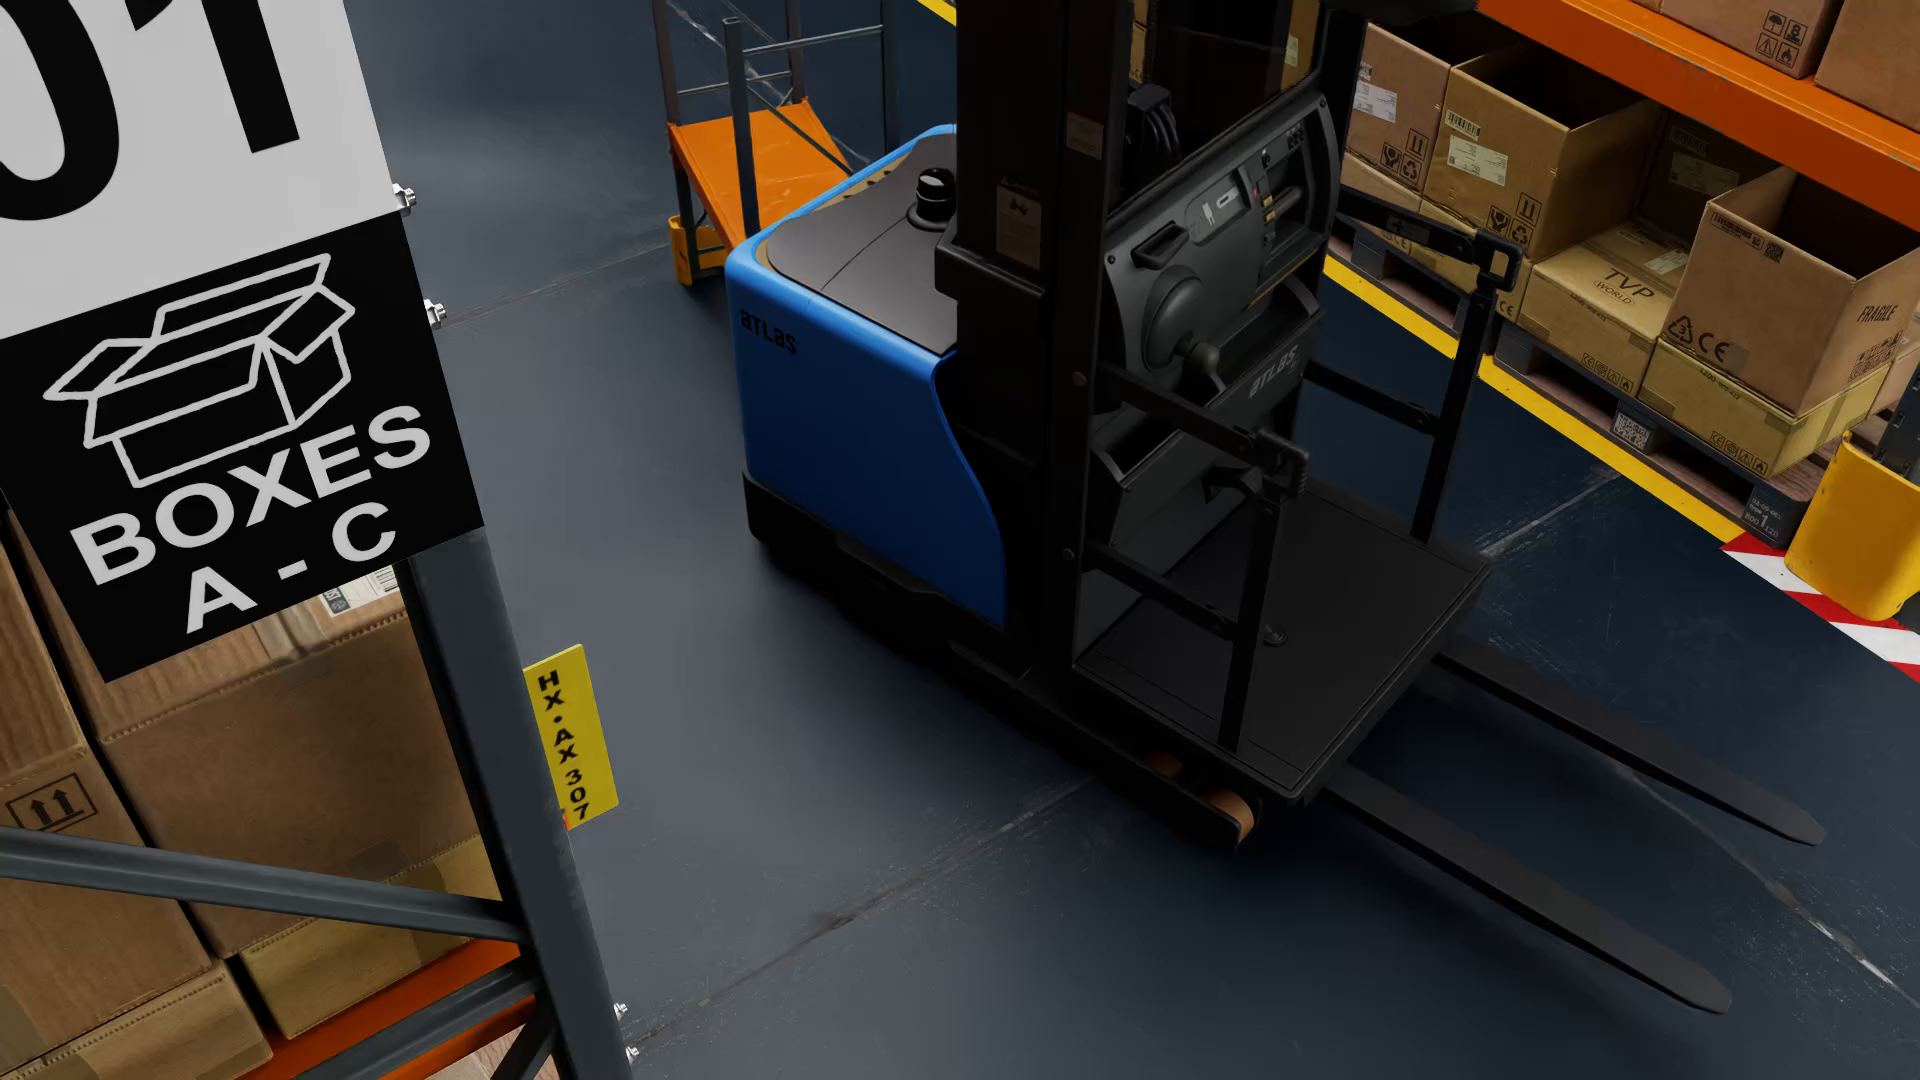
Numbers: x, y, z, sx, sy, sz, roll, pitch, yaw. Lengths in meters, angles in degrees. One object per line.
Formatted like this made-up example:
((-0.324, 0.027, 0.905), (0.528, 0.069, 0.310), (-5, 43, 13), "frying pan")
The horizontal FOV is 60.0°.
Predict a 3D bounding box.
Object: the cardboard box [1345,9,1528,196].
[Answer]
((1.682, -1.623, 5.922), (0.500, 0.500, 0.500), (-26, 49, -24), "cardboard box")

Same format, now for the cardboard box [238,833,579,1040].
((-0.978, 0.440, 2.711), (0.500, 0.250, 0.500), (-27, 50, -26), "cardboard box")

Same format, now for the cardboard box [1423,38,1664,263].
((1.967, -1.340, 5.625), (0.500, 0.500, 0.500), (-26, 49, -24), "cardboard box")

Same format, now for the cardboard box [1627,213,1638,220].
((2.403, -1.278, 6.104), (0.500, 0.250, 0.500), (-26, 49, -24), "cardboard box")

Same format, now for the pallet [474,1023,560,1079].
((-1.438, 1.286, 3.750), (1.003, 0.211, 1.213), (-26, 49, -24), "pallet")

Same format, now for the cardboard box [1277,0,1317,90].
((1.394, -1.906, 6.218), (0.500, 0.500, 0.500), (-26, 49, -24), "cardboard box")

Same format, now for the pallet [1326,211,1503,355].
((1.936, -1.263, 6.420), (1.003, 0.211, 1.213), (-26, 49, -24), "pallet")

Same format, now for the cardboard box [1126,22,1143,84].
((0.830, -2.205, 7.074), (0.500, 0.250, 0.500), (-26, 49, -24), "cardboard box")

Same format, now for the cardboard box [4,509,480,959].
((-0.986, 0.181, 2.439), (0.500, 0.500, 0.500), (-26, 49, -24), "cardboard box")

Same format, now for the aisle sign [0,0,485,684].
((-0.672, -0.223, 1.429), (0.394, 0.787, 0.004), (-26, 49, -24), "aisle sign")

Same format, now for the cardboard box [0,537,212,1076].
((-1.403, 0.388, 2.223), (0.500, 0.500, 0.500), (-26, 50, -25), "cardboard box")

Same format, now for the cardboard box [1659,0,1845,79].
((2.541, -1.765, 4.855), (0.700, 0.500, 0.500), (-24, 49, -23), "cardboard box")

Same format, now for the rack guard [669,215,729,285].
((-0.791, -1.145, 6.269), (0.587, 0.250, 0.087), (-15, 46, -15), "rack guard")

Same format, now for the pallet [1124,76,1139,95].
((1.234, -1.954, 7.144), (1.003, 0.211, 1.213), (-26, 49, -24), "pallet")

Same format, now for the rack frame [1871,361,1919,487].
((3.102, -1.164, 4.297), (1.000, 3.000, 0.127), (-26, 49, -24), "rack frame")

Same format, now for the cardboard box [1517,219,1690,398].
((2.257, -0.787, 5.589), (0.500, 0.250, 0.500), (-26, 49, -24), "cardboard box")

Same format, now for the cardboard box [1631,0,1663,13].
((2.262, -2.049, 5.151), (0.700, 0.500, 0.500), (-25, 49, -24), "cardboard box")

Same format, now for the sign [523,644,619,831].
((-0.514, 0.267, 2.171), (0.100, 0.325, 0.005), (-26, 49, -24), "sign")

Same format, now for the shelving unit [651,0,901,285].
((-0.608, -1.278, 5.502), (0.587, 1.500, 1.083), (-15, 46, -15), "shelving unit")

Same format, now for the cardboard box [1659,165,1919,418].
((2.551, -0.779, 5.038), (0.500, 0.500, 0.500), (-26, 49, -24), "cardboard box")

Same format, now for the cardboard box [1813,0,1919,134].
((2.845, -1.470, 4.545), (0.700, 0.500, 0.500), (-26, 49, -24), "cardboard box")

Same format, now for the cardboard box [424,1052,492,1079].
((-1.281, 1.181, 3.469), (0.500, 0.311, 0.500), (-31, 52, -29), "cardboard box")

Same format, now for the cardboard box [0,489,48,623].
((-1.683, 0.099, 2.526), (0.500, 0.500, 0.500), (-25, 49, -24), "cardboard box")

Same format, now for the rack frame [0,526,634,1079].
((-0.956, 0.793, 2.247), (0.949, 2.616, 0.053), (-26, 49, -24), "rack frame")

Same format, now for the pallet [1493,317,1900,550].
((2.630, -0.572, 5.696), (1.003, 0.211, 1.213), (-26, 49, -24), "pallet")

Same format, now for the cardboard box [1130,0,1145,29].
((0.822, -2.472, 6.811), (0.500, 0.500, 0.500), (-26, 49, -24), "cardboard box")

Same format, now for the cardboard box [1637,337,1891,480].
((2.553, -0.509, 5.298), (0.500, 0.250, 0.500), (-26, 49, -24), "cardboard box")

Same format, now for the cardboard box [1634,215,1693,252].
((2.689, -0.995, 5.807), (0.500, 0.250, 0.500), (-26, 49, -24), "cardboard box")

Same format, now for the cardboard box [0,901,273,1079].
((-1.385, 0.654, 2.487), (0.500, 0.250, 0.500), (-25, 49, -24), "cardboard box")

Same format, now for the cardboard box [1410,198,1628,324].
((1.969, -1.069, 5.885), (0.500, 0.250, 0.500), (-26, 49, -24), "cardboard box")

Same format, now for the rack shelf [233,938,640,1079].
((-2.103, -0.078, 3.680), (1.077, 0.370, 4.000), (-26, 49, -24), "rack shelf")

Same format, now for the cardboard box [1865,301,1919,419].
((2.978, -0.713, 5.512), (0.500, 0.250, 0.500), (-26, 49, -24), "cardboard box")

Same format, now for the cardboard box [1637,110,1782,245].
((2.690, -1.267, 5.549), (0.500, 0.500, 0.500), (-26, 49, -24), "cardboard box")

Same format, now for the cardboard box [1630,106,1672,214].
((2.393, -1.545, 5.840), (0.500, 0.500, 0.500), (-26, 49, -24), "cardboard box")

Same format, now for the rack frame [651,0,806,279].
((-0.791, -1.598, 5.838), (0.500, 1.500, 0.032), (-15, 46, -15), "rack frame")

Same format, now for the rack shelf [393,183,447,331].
((-2.103, -1.163, 2.644), (1.077, 0.370, 4.000), (-26, 49, -24), "rack shelf")

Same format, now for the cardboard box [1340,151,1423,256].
((1.685, -1.353, 6.182), (0.500, 0.250, 0.500), (-26, 49, -24), "cardboard box")

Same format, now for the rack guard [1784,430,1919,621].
((3.116, -0.246, 5.146), (1.175, 0.500, 0.348), (-26, 49, -24), "rack guard")

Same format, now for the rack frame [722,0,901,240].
((-0.417, -0.945, 5.154), (0.500, 1.500, 0.032), (-15, 46, -15), "rack frame")

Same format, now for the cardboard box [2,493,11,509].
((-1.260, -0.102, 2.736), (0.500, 0.500, 0.500), (-26, 49, -24), "cardboard box")

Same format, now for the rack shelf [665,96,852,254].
((-0.604, -1.142, 5.620), (0.538, 0.185, 1.000), (-15, 46, -15), "rack shelf")

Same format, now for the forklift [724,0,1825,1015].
((0.793, -0.663, 3.822), (3.031, 2.935, 1.130), (30, 51, 28), "forklift")

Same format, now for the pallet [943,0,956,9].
((0.360, -2.823, 8.054), (1.003, 0.211, 1.213), (-26, 49, -24), "pallet")
